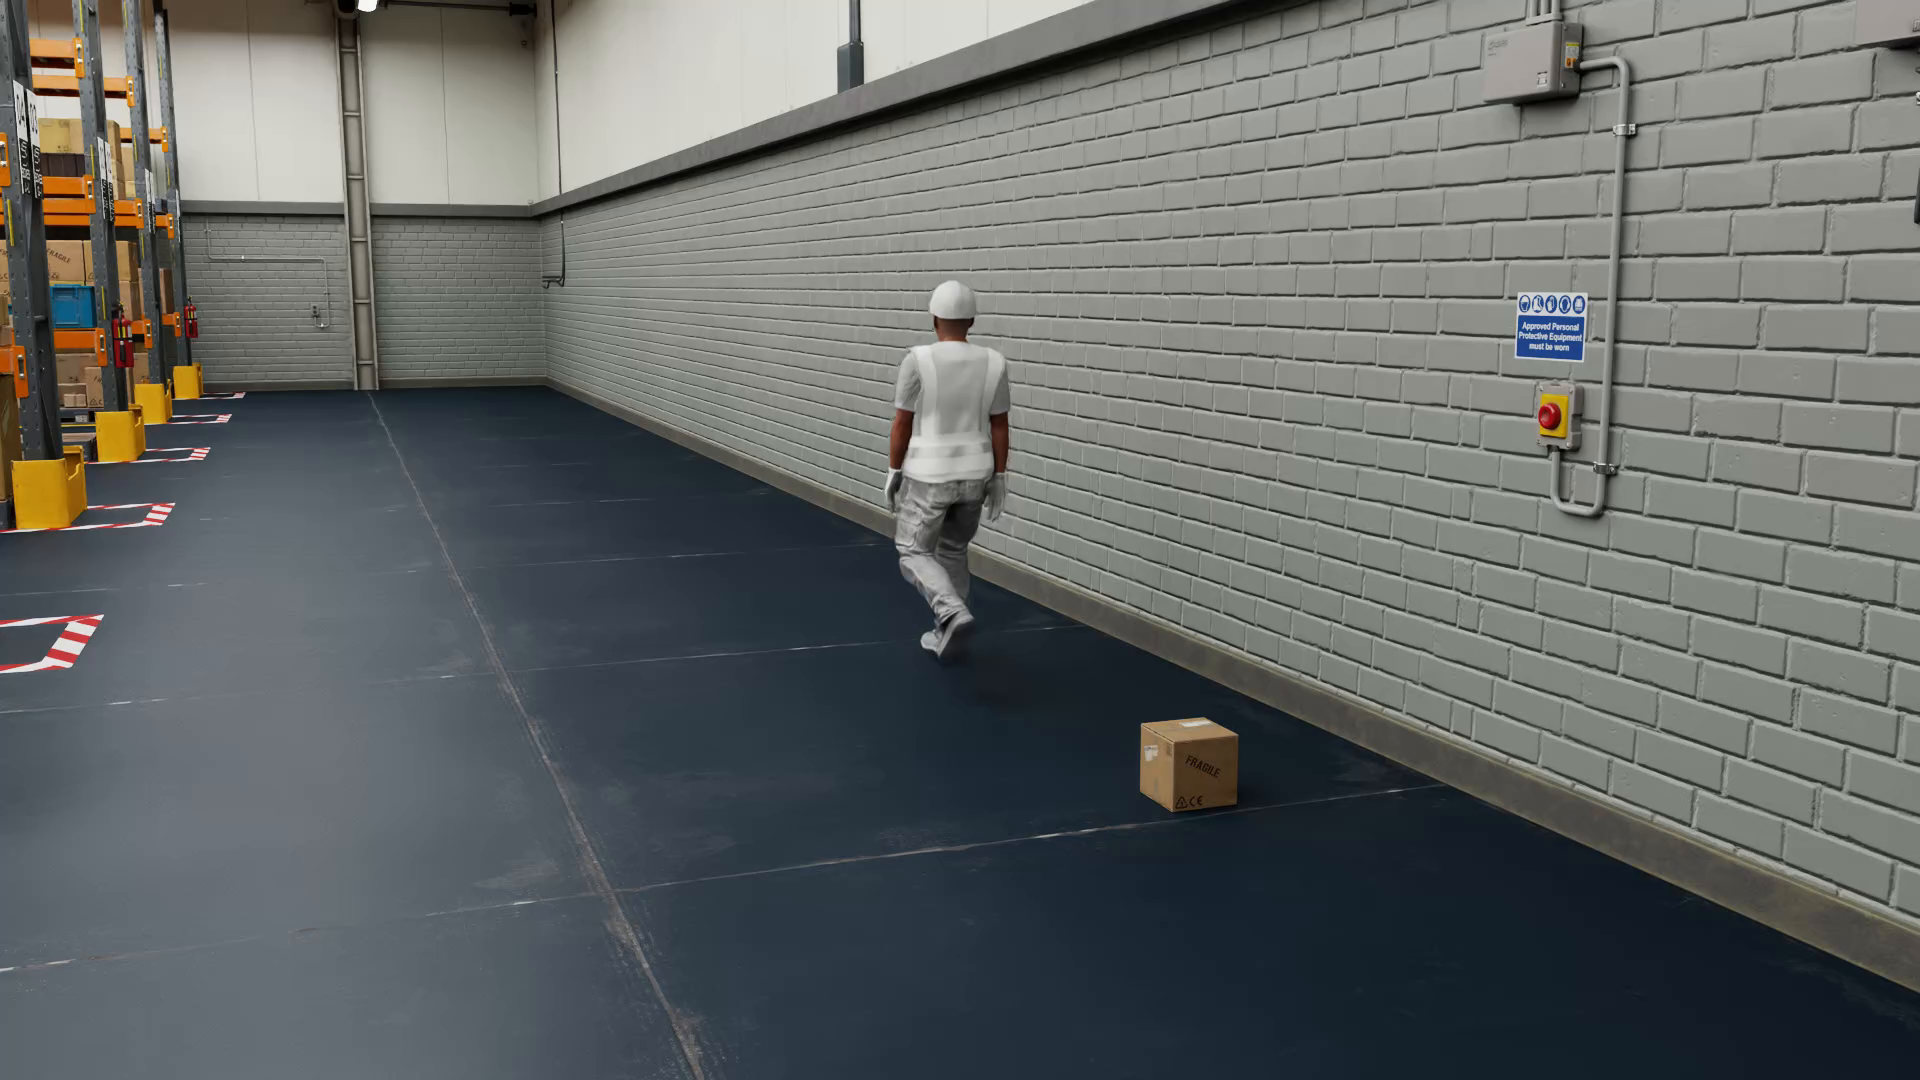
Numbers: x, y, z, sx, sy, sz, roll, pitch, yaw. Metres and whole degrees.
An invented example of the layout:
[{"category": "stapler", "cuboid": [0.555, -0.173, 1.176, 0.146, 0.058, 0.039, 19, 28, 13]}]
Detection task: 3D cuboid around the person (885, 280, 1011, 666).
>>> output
[{"category": "person", "cuboid": [-0.047, -0.290, 7.564, 0.556, 1.761, 0.813, -4, 10, -25]}]
